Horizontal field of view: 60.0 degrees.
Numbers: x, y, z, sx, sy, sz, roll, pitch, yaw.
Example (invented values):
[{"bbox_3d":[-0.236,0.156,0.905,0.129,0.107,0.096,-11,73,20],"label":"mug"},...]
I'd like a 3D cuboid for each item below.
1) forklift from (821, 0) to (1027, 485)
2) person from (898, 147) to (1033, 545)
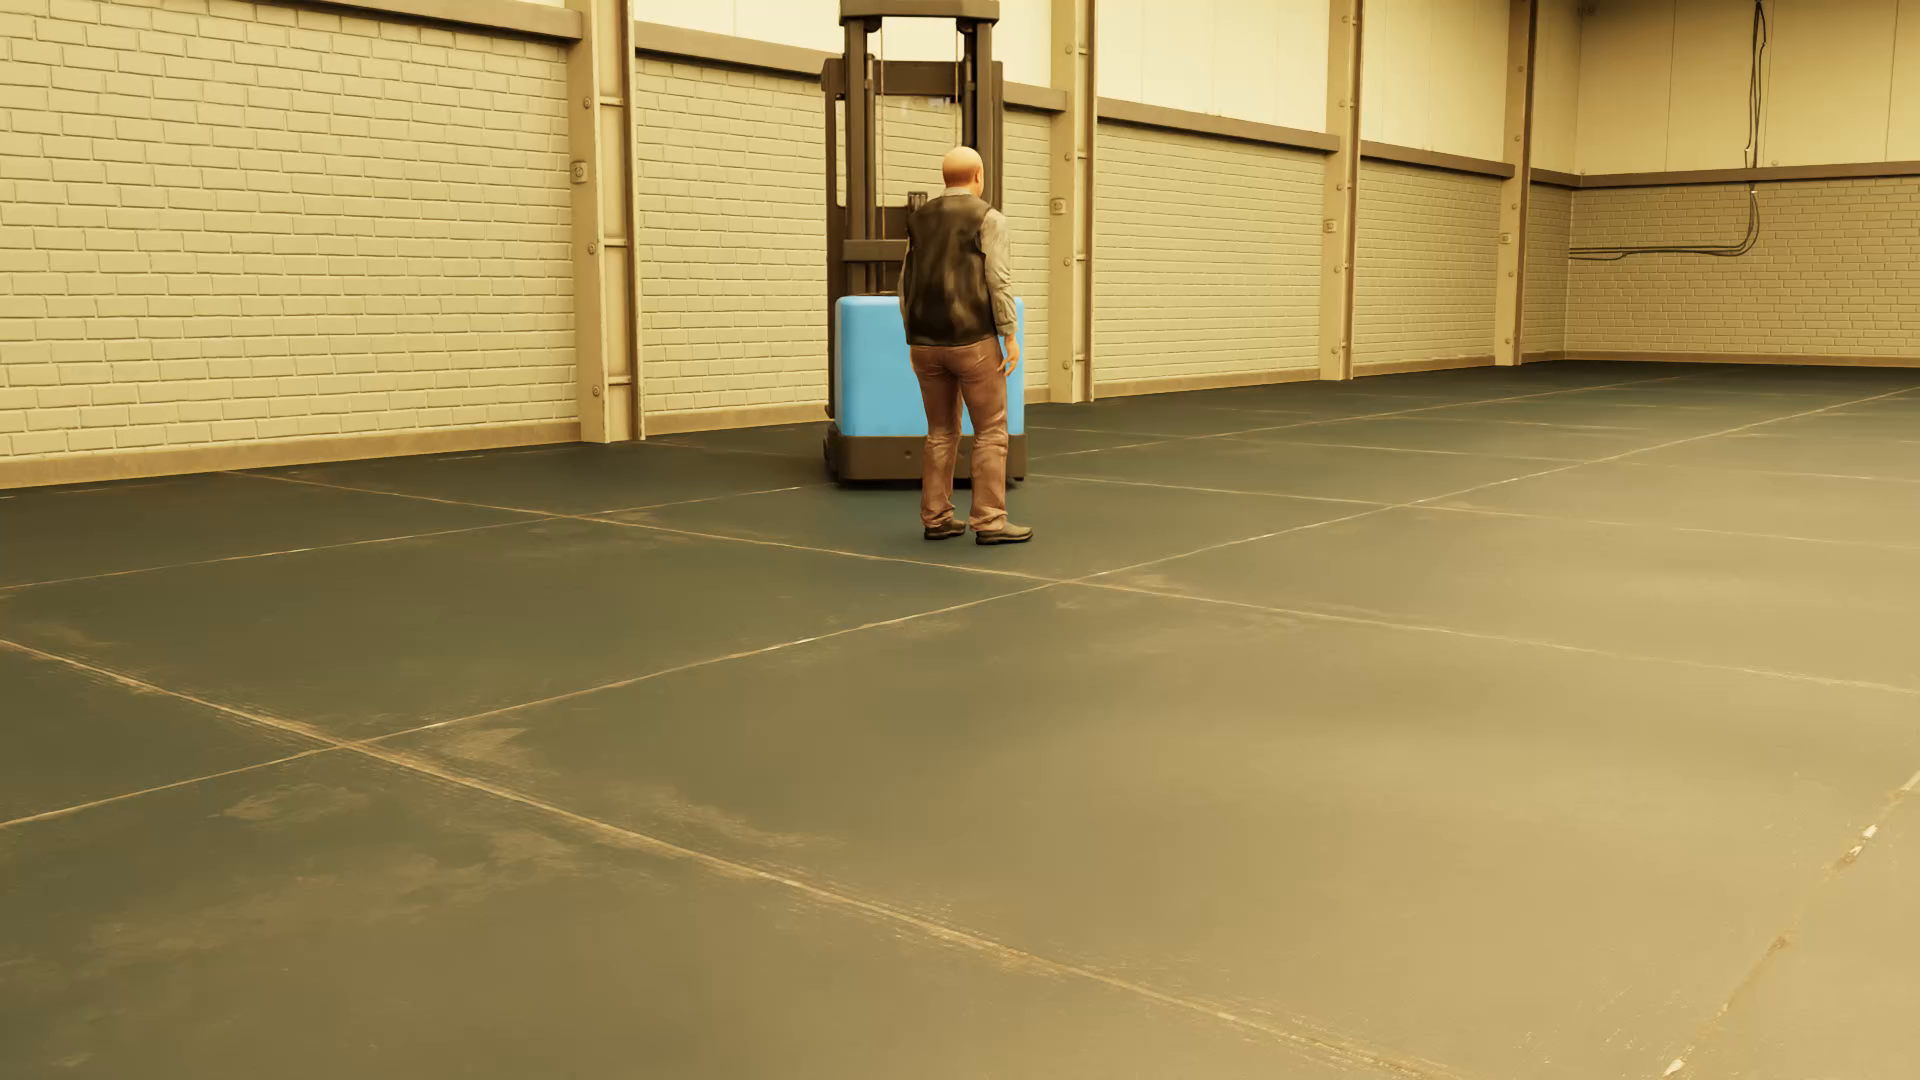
[{"bbox_3d":[-0.309,-1.937,10.516,1.130,2.935,3.031,-1,8,-6],"label":"forklift"},{"bbox_3d":[-0.009,-0.852,7.295,0.589,1.720,0.424,6,10,35],"label":"person"}]
